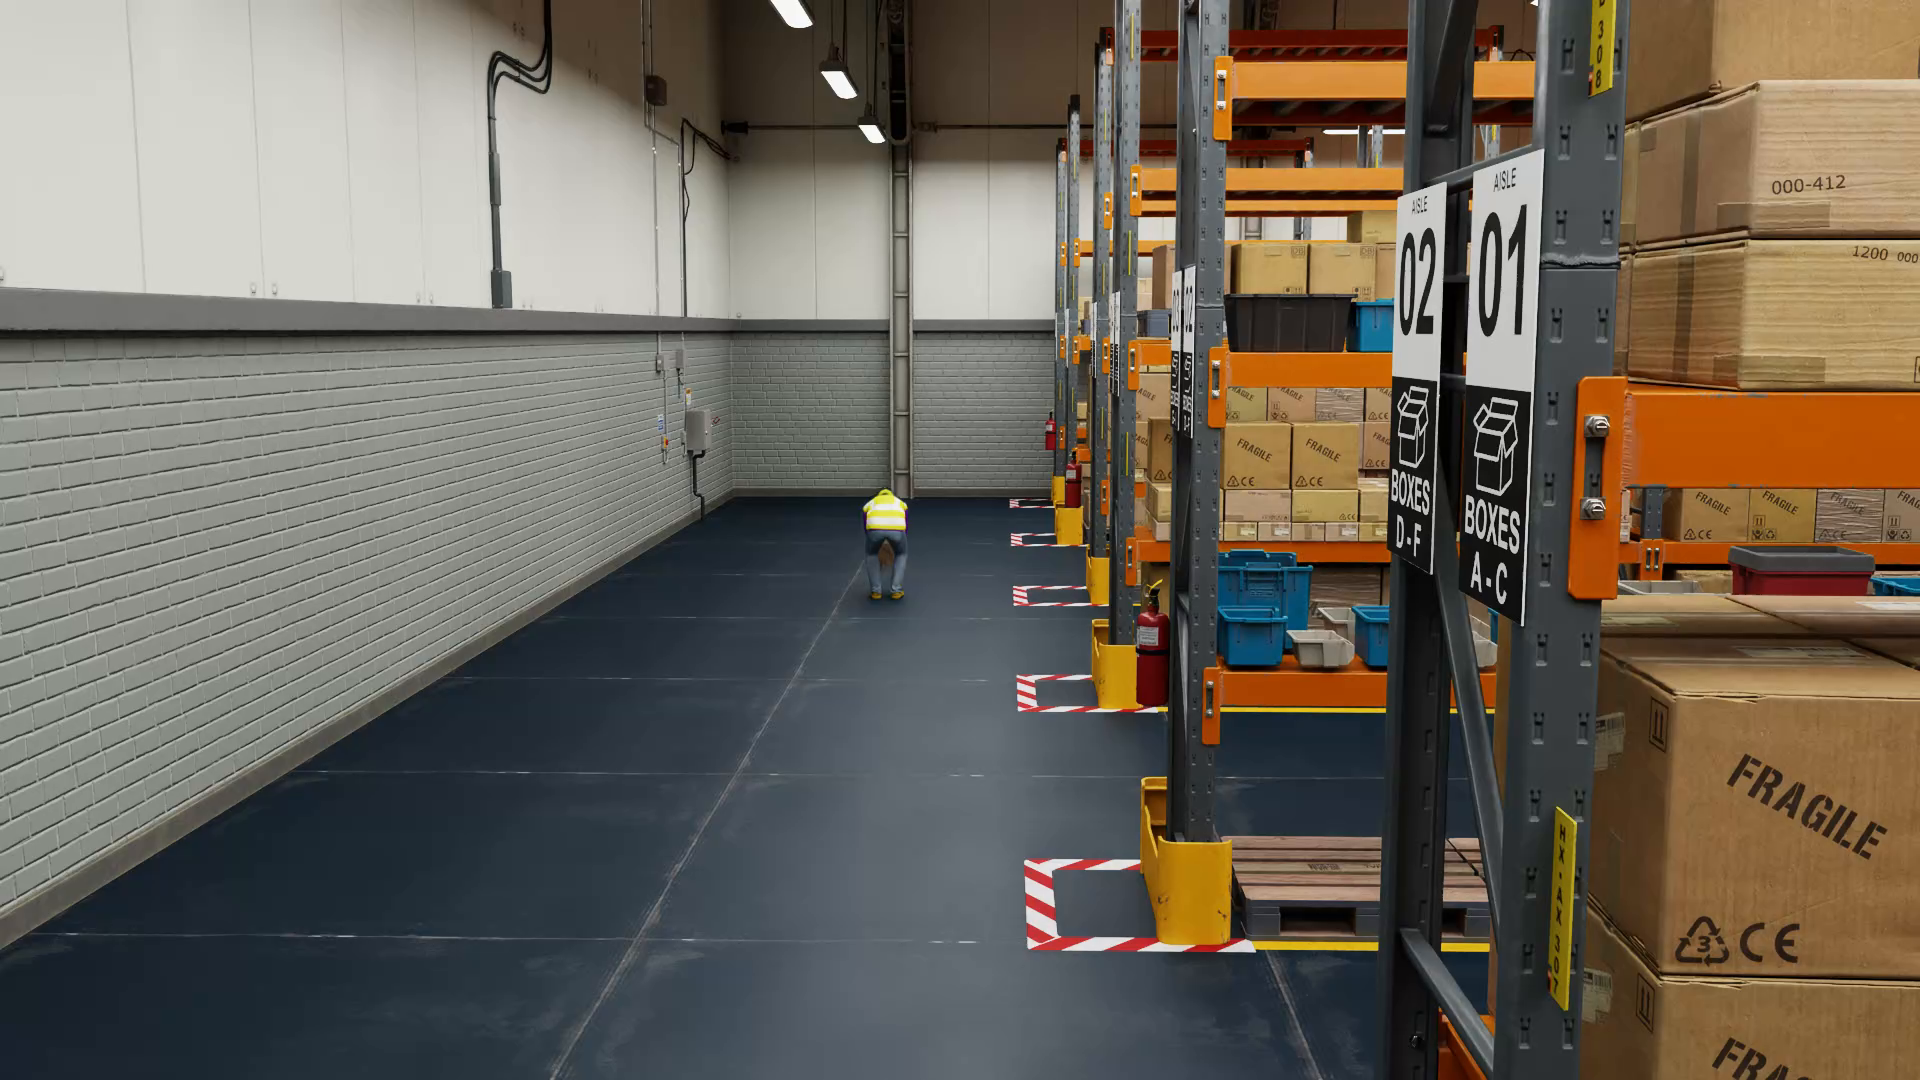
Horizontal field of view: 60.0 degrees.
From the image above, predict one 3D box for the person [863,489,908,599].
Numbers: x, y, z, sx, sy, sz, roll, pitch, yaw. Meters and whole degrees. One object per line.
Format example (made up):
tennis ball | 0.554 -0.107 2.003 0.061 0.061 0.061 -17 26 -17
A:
person | -0.823 0.044 18.316 0.504 1.142 0.960 0 7 -2
